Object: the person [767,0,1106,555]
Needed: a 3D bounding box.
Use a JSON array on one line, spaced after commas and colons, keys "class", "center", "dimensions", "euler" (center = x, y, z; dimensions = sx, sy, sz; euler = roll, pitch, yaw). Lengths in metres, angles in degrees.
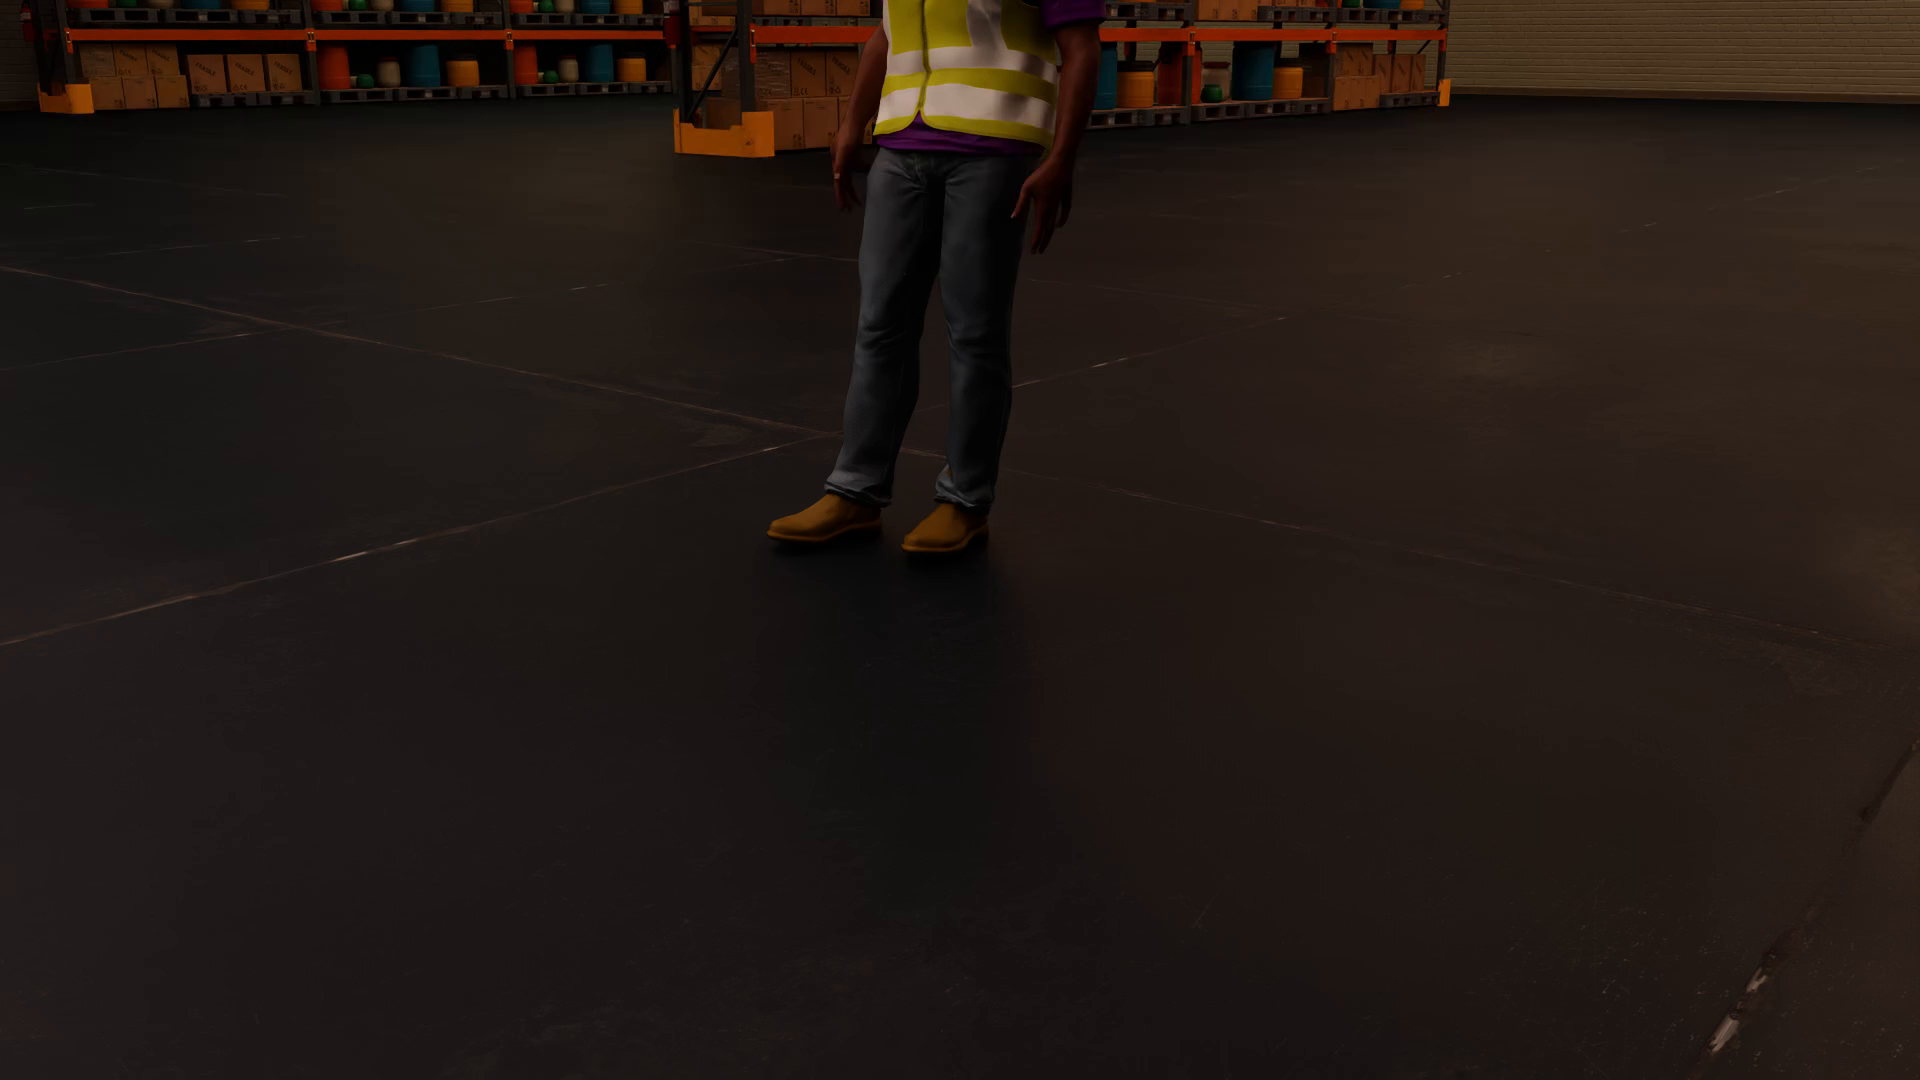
[{"class": "person", "center": [-0.049, -0.838, 3.636], "dimensions": [0.665, 1.765, 0.577], "euler": [13, 21, 37]}]
